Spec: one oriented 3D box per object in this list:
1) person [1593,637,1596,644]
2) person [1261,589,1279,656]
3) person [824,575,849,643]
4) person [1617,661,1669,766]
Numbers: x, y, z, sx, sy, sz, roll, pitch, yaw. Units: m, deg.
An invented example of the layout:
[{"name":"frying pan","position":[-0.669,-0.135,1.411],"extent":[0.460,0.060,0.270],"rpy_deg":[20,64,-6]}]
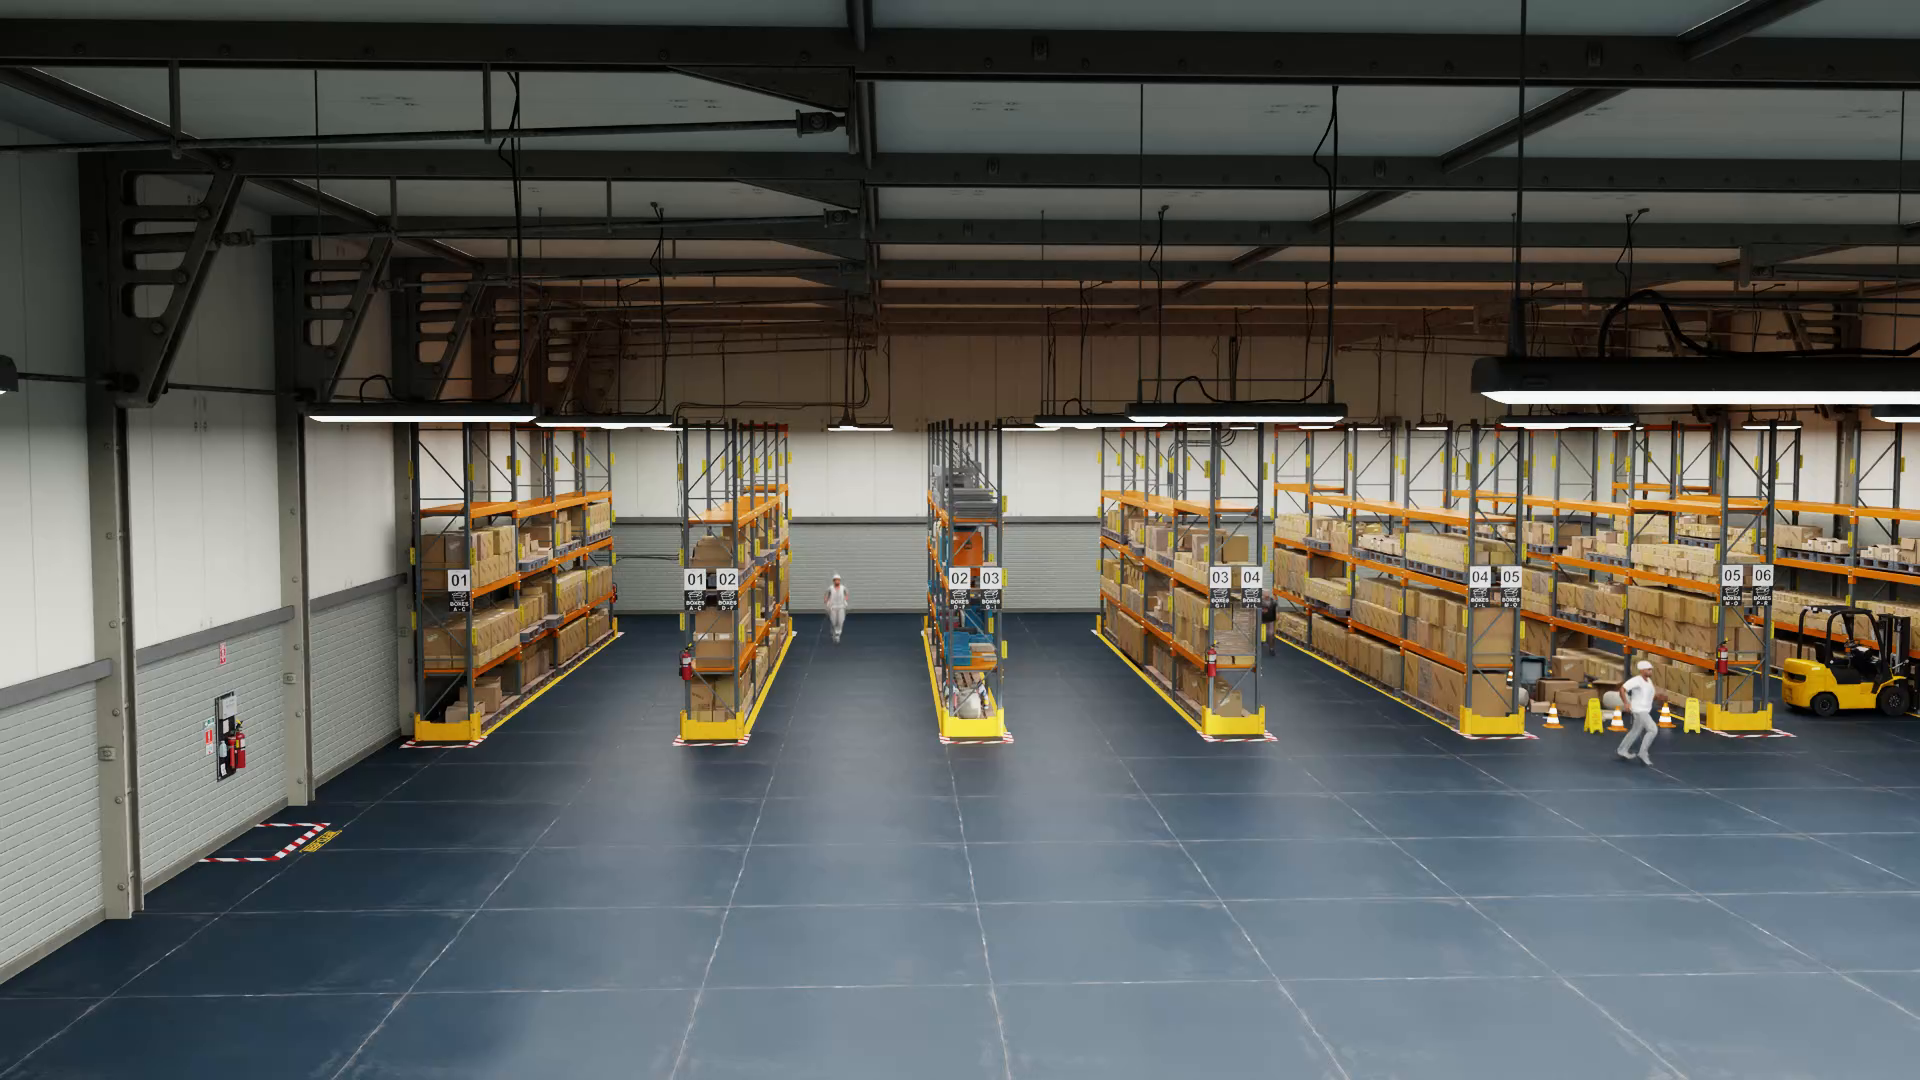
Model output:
[{"name":"person","position":[16.827,2.038,44.552],"extent":[0.581,1.622,0.913],"rpy_deg":[-1,4,-11]},{"name":"person","position":[7.909,2.096,42.780],"extent":[0.666,1.674,1.066],"rpy_deg":[0,4,2]},{"name":"person","position":[-3.194,1.786,43.291],"extent":[0.653,1.759,0.734],"rpy_deg":[-1,4,-12]},{"name":"person","position":[11.835,2.998,28.849],"extent":[0.832,1.814,0.671],"rpy_deg":[3,5,39]}]
